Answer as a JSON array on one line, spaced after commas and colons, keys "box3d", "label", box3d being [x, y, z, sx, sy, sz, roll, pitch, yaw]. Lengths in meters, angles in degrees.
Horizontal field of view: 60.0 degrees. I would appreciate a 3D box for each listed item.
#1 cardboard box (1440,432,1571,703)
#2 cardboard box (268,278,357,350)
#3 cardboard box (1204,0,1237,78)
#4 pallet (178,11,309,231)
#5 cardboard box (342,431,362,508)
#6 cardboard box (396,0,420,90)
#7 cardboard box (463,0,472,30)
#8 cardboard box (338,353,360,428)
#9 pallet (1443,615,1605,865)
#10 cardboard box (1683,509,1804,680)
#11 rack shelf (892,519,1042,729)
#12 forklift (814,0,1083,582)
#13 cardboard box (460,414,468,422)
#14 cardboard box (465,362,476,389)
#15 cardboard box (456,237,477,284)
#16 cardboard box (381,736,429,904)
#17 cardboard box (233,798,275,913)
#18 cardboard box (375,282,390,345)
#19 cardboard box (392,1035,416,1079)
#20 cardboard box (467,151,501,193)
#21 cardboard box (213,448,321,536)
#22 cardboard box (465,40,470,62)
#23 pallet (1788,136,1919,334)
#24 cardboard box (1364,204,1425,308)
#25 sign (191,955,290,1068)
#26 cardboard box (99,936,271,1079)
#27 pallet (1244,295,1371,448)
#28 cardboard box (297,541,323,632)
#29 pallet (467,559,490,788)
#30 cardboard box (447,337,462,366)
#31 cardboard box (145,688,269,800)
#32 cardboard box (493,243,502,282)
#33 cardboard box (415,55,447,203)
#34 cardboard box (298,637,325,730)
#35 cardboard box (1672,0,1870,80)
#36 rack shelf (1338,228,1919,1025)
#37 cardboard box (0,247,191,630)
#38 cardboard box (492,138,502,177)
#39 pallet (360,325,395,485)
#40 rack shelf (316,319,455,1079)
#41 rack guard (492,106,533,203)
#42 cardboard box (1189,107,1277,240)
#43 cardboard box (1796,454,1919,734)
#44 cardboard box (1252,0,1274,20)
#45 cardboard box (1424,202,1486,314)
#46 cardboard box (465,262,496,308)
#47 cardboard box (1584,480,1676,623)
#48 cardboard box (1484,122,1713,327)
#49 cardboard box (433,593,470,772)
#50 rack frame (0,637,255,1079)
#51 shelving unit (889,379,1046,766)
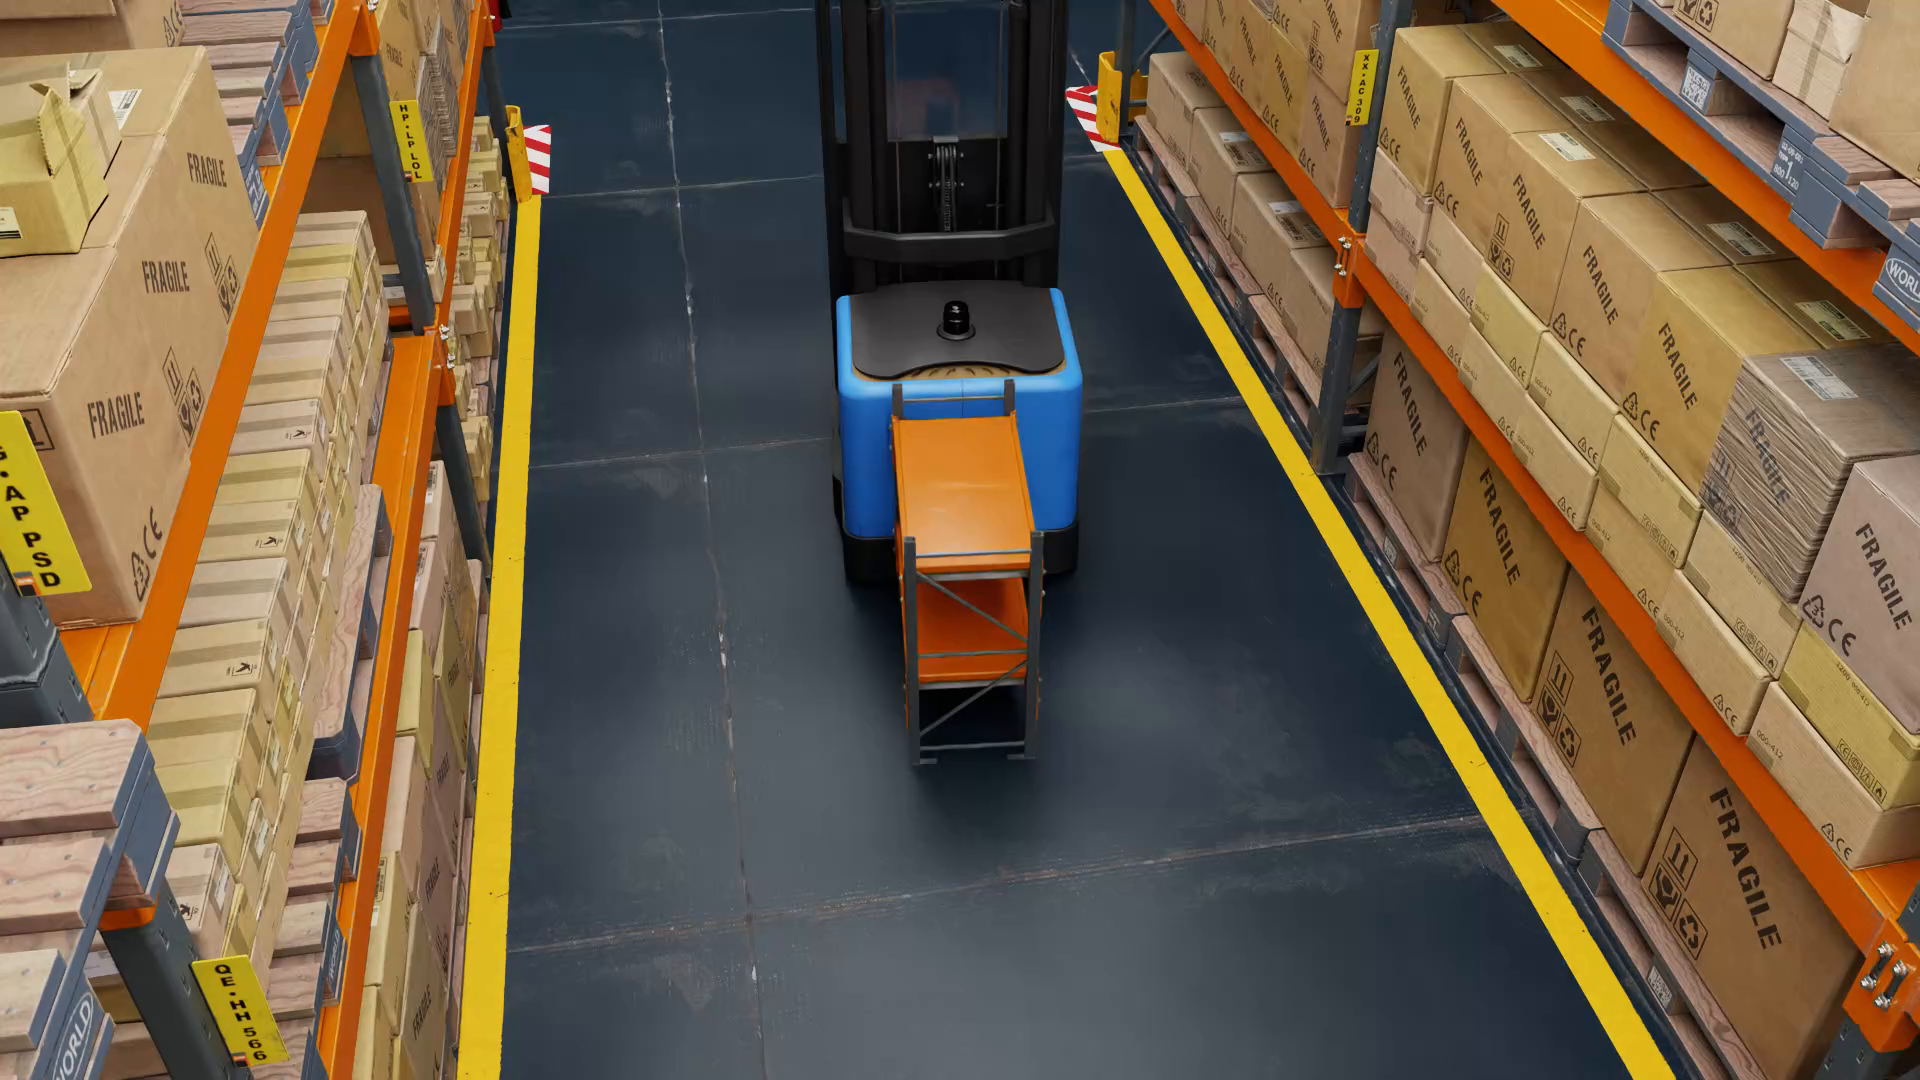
[{"box3d": [2.584, 0.001, 6.693, 0.875, 0.875, 0.875, -5, 38, -7], "label": "cardboard box"}, {"box3d": [-2.271, -0.751, 5.649, 0.380, 0.149, 0.250, -7, 38, -9], "label": "cardboard box"}, {"box3d": [1.623, -2.805, 8.834, 0.500, 0.500, 0.500, -5, 38, -6], "label": "cardboard box"}, {"box3d": [-2.437, -1.089, 4.415, 1.213, 0.211, 1.003, -6, 38, -8], "label": "pallet"}, {"box3d": [-2.174, -0.211, 5.439, 0.380, 0.149, 0.250, -8, 39, -10], "label": "cardboard box"}, {"box3d": [-2.570, -2.151, 6.935, 0.500, 0.500, 0.500, -7, 38, -9], "label": "cardboard box"}, {"box3d": [-2.909, -3.007, 8.851, 0.500, 0.500, 0.500, -7, 38, -9], "label": "cardboard box"}, {"box3d": [-2.220, -0.480, 5.543, 0.380, 0.149, 0.250, -7, 38, -9], "label": "cardboard box"}, {"box3d": [2.658, 0.715, 6.657, 1.003, 0.211, 1.213, -6, 38, -8], "label": "pallet"}, {"box3d": [2.504, 0.121, 4.864, 0.500, 0.250, 0.500, -7, 38, -9], "label": "cardboard box"}, {"box3d": [0.011, 0.314, 6.828, 0.538, 0.278, 1.000, -3, 38, -3], "label": "rack shelf"}, {"box3d": [-0.097, -1.859, 7.754, 1.130, 2.935, 3.031, -3, 38, -3], "label": "forklift"}, {"box3d": [-2.506, -0.543, 7.743, 0.380, 0.149, 0.250, -6, 38, -8], "label": "cardboard box"}, {"box3d": [-2.607, -0.737, 8.235, 0.380, 0.149, 0.250, -7, 38, -9], "label": "cardboard box"}, {"box3d": [-2.730, -1.441, 8.656, 0.380, 0.149, 0.250, -6, 38, -8], "label": "cardboard box"}, {"box3d": [-1.969, 0.903, 5.227, 0.500, 0.250, 0.500, -6, 38, -8], "label": "cardboard box"}, {"box3d": [-1.860, 0.766, 3.939, 0.380, 0.149, 0.250, -4, 38, -6], "label": "cardboard box"}, {"box3d": [-2.360, -0.837, 6.245, 0.380, 0.149, 0.250, -7, 38, -9], "label": "cardboard box"}, {"box3d": [-1.796, 1.794, 4.691, 0.500, 0.500, 0.500, -8, 39, -10], "label": "cardboard box"}, {"box3d": [-2.826, -2.087, 9.488, 0.380, 0.149, 0.250, -7, 38, -9], "label": "cardboard box"}, {"box3d": [-2.086, -0.119, 4.836, 0.380, 0.149, 0.250, -7, 38, -9], "label": "cardboard box"}, {"box3d": [-2.857, -2.684, 8.964, 0.380, 0.149, 0.250, -5, 38, -7], "label": "cardboard box"}, {"box3d": [2.767, -0.660, 3.863, 1.213, 0.211, 1.003, -5, 38, -6], "label": "pallet"}, {"box3d": [2.048, -1.229, 7.009, 0.500, 0.250, 0.500, -7, 38, -9], "label": "cardboard box"}, {"box3d": [-1.378, 0.908, 3.192, 0.100, 0.325, 0.005, -6, 38, -8], "label": "sign"}, {"box3d": [-1.803, 1.068, 3.792, 0.380, 0.149, 0.250, -7, 38, -9], "label": "cardboard box"}, {"box3d": [2.175, -0.949, 8.799, 1.003, 0.211, 1.213, -6, 38, -8], "label": "pallet"}, {"box3d": [-2.038, 0.152, 4.730, 0.380, 0.149, 0.250, -7, 38, -8], "label": "cardboard box"}, {"box3d": [-2.487, 0.582, 6.828, 1.003, 0.211, 1.213, -6, 38, -8], "label": "pallet"}, {"box3d": [-2.564, -0.814, 7.850, 0.380, 0.149, 0.250, -7, 38, -9], "label": "cardboard box"}, {"box3d": [-1.902, 0.515, 4.020, 0.380, 0.149, 0.250, -6, 38, -8], "label": "cardboard box"}, {"box3d": [-2.760, -1.541, 9.270, 0.380, 0.149, 0.250, -8, 39, -10], "label": "cardboard box"}, {"box3d": [-2.557, -1.770, 7.260, 0.500, 0.500, 0.500, -6, 38, -8], "label": "cardboard box"}, {"box3d": [-1.996, 0.420, 4.627, 0.380, 0.149, 0.250, -5, 38, -6], "label": "cardboard box"}, {"box3d": [2.338, -1.590, 4.482, 0.500, 0.500, 0.500, -6, 38, -8], "label": "cardboard box"}, {"box3d": [2.581, -0.090, 6.008, 1.077, 0.370, 4.000, -6, 38, -8], "label": "rack shelf"}, {"box3d": [-1.762, -0.171, 2.998, 0.500, 0.500, 0.500, -6, 38, -8], "label": "cardboard box"}, {"box3d": [-2.953, -2.274, 9.972, 0.380, 0.149, 0.250, -7, 38, -9], "label": "cardboard box"}, {"box3d": [-2.634, -0.436, 6.022, 1.003, 0.211, 1.213, -6, 38, -8], "label": "pallet"}, {"box3d": [-2.274, 0.503, 5.244, 1.077, 0.370, 4.000, -6, 38, -8], "label": "rack shelf"}, {"box3d": [-3.313, -2.372, 10.396, 1.175, 0.500, 0.348, -6, 38, -8], "label": "rack guard"}, {"box3d": [1.912, -2.213, 9.899, 0.875, 0.438, 0.875, -5, 38, -7], "label": "cardboard box"}, {"box3d": [2.584, 0.115, 4.260, 0.500, 0.500, 0.500, -7, 38, -9], "label": "cardboard box"}, {"box3d": [1.697, -2.886, 8.123, 0.500, 0.500, 0.500, -6, 38, -7], "label": "cardboard box"}, {"box3d": [2.149, -1.113, 6.452, 0.500, 0.250, 0.500, -6, 38, -7], "label": "cardboard box"}, {"box3d": [-2.654, -1.329, 8.755, 0.380, 0.149, 0.250, -6, 38, -7], "label": "cardboard box"}, {"box3d": [2.410, 0.003, 5.424, 0.500, 0.250, 0.500, -7, 38, -8], "label": "cardboard box"}, {"box3d": [2.227, -1.113, 5.841, 0.500, 0.500, 0.500, -7, 38, -9], "label": "cardboard box"}, {"box3d": [-2.157, 0.562, 6.277, 0.500, 0.500, 0.500, -7, 38, -9], "label": "cardboard box"}, {"box3d": [-1.924, 1.427, 3.468, 1.000, 3.000, 0.127, -6, 38, -8], "label": "rack frame"}, {"box3d": [0.011, 0.121, 6.678, 0.538, 1.125, 1.048, -3, 38, -3], "label": "shelving unit"}]
